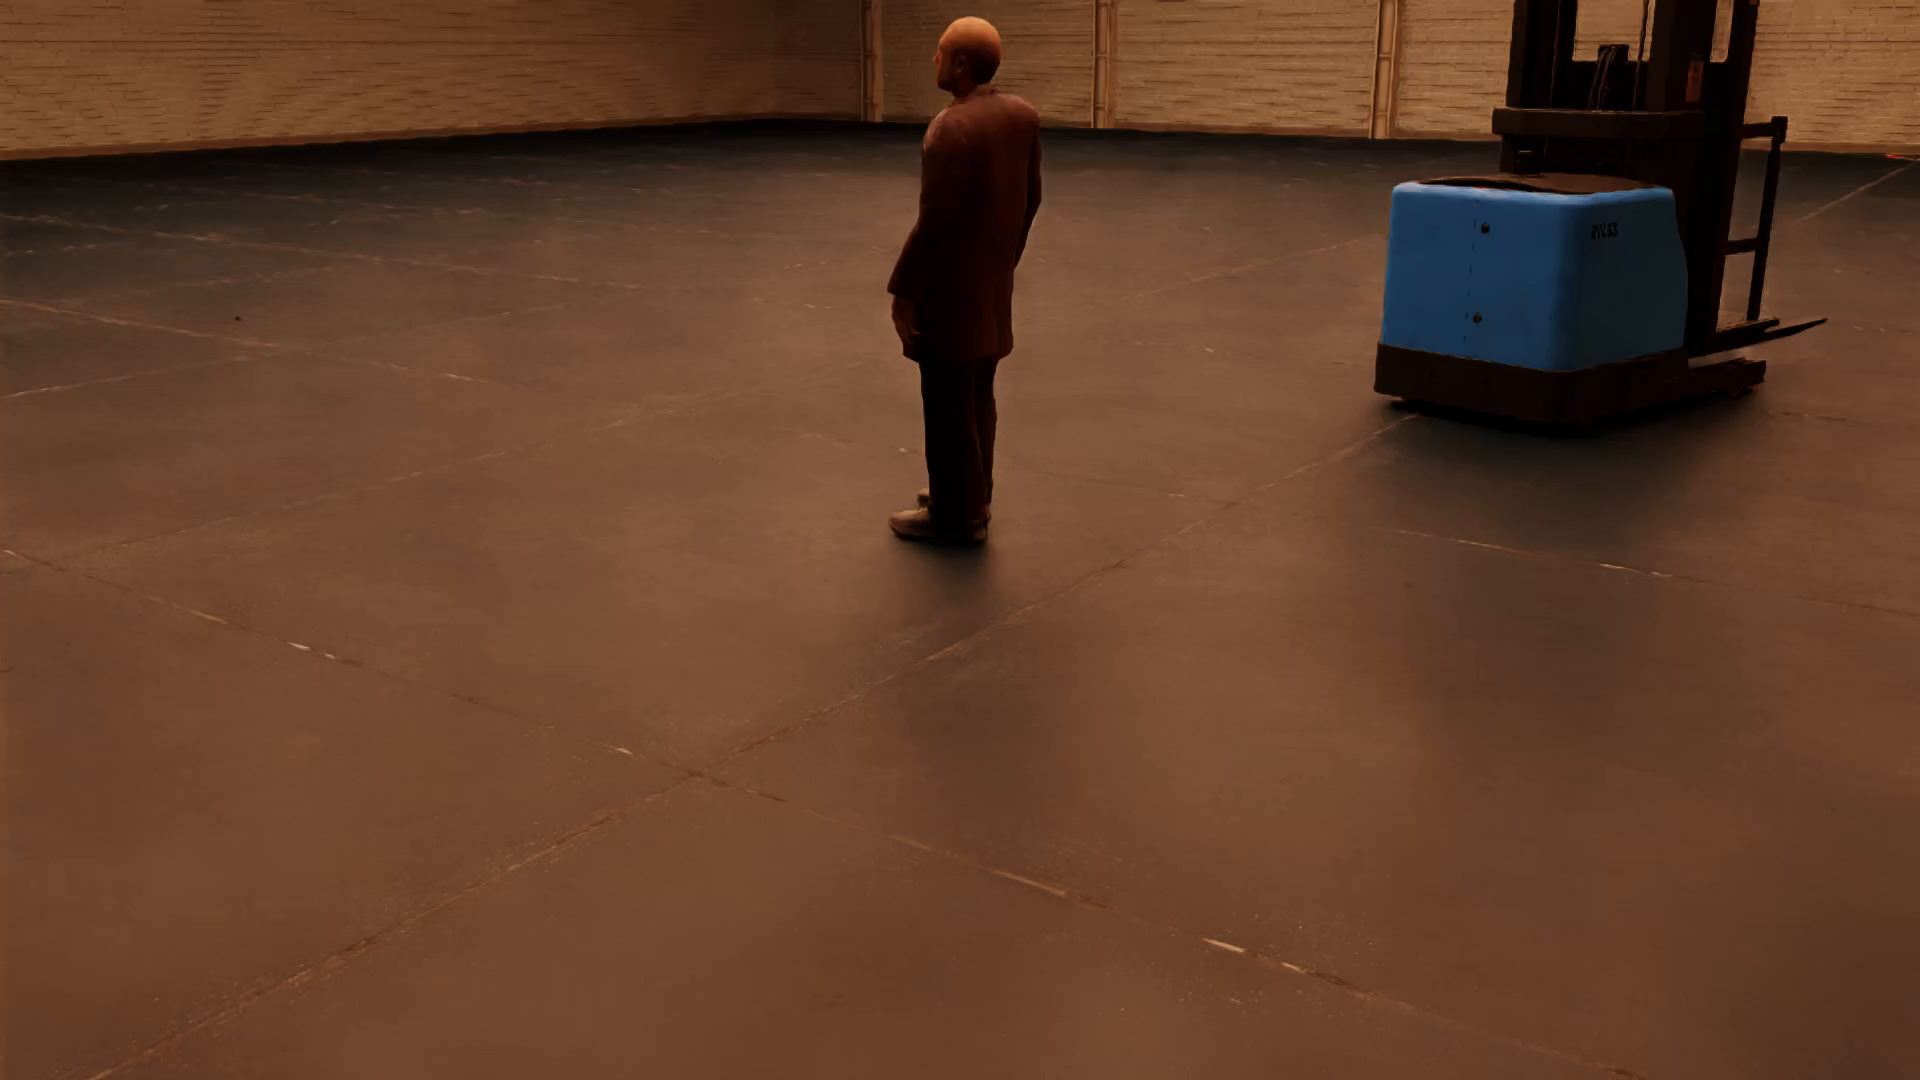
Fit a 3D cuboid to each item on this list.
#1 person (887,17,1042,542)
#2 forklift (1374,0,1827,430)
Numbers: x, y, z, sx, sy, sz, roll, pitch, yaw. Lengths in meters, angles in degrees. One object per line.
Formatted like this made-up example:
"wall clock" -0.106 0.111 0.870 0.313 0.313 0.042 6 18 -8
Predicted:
"person" -0.073 -0.874 5.745 0.580 1.776 0.694 11 20 33
"forklift" 3.485 -2.230 8.289 3.031 2.935 1.130 -13 21 -38
